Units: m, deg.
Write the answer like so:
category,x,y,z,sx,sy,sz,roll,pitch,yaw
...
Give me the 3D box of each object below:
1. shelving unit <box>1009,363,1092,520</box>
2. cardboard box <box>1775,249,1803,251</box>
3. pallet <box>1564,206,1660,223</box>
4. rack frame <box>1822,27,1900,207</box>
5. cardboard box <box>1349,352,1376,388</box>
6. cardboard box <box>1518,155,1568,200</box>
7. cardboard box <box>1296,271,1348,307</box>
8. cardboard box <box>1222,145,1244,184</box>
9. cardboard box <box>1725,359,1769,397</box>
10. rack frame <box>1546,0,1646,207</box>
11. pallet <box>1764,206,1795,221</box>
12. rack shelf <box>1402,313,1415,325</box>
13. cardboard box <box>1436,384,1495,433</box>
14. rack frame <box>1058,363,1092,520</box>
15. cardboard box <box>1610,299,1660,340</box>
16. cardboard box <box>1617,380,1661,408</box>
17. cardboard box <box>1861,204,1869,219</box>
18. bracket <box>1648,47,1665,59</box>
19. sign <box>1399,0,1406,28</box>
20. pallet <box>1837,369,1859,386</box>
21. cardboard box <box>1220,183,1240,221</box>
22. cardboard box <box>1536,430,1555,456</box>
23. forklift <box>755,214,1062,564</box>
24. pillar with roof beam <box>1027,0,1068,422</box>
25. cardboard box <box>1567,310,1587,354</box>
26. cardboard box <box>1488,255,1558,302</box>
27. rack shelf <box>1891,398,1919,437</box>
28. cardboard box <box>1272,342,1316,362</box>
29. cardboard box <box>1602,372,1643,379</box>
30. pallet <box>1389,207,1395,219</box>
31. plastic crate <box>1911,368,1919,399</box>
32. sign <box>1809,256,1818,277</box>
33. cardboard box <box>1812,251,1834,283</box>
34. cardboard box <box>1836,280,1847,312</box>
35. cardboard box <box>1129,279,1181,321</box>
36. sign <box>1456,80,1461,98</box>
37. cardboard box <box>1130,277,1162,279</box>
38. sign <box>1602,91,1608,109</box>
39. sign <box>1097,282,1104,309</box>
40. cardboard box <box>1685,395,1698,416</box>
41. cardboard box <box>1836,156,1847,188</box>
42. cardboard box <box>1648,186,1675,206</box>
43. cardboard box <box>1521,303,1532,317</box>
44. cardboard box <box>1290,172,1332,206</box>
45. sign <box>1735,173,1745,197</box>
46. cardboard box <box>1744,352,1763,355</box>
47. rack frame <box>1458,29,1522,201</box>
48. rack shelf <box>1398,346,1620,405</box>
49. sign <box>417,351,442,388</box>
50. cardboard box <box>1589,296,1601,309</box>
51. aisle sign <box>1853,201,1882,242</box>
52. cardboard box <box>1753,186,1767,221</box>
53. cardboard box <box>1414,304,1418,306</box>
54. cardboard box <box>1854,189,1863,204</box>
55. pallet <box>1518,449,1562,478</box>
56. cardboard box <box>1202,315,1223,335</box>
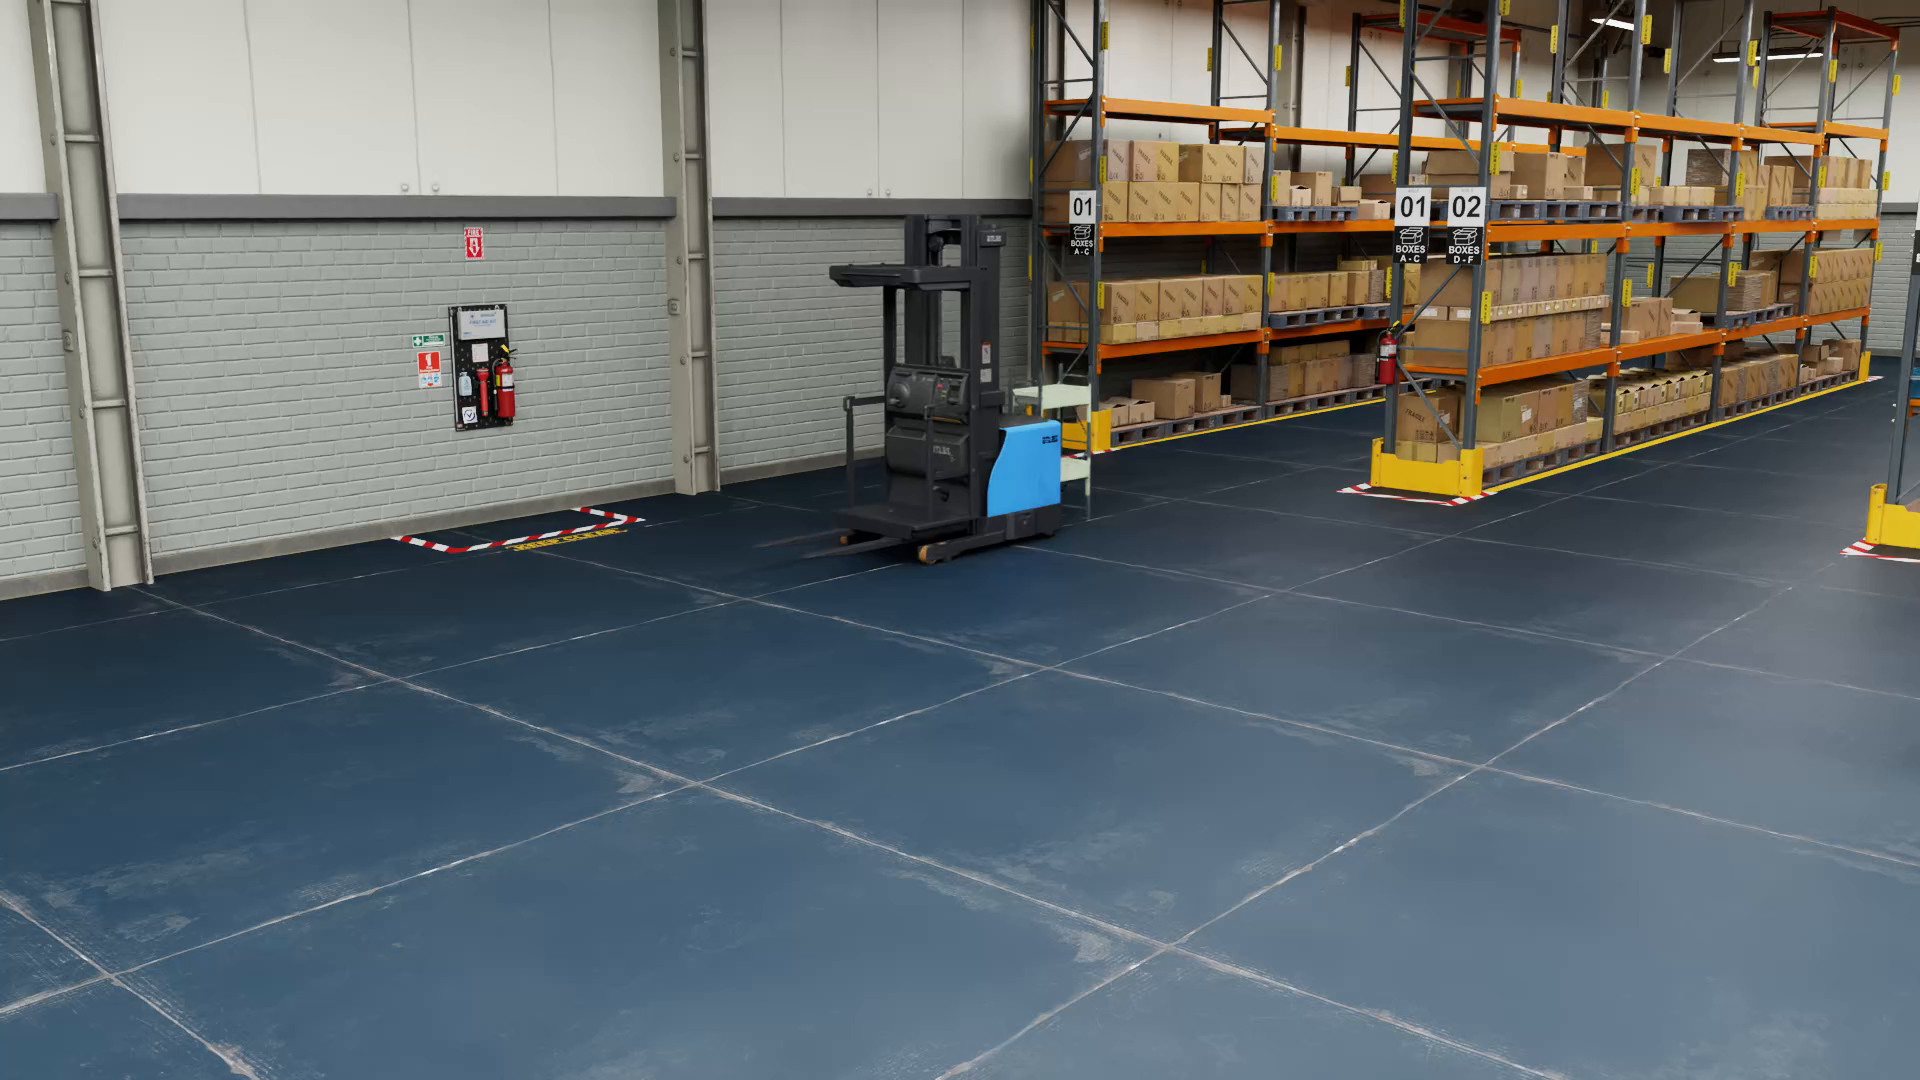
category,x,y,z,sx,sy,sz,roll,pitch,yaw
shelving unit,0.865,-0.911,15.982,0.431,1.500,0.755,11,15,42
cardboard box,13.777,-4.586,27.743,0.500,0.500,0.500,10,15,41
pallet,8.261,-4.120,21.050,0.805,0.209,1.217,9,14,38
rack frame,15.610,-7.319,28.919,1.000,3.000,0.127,10,15,40
cardboard box,6.169,-2.717,26.455,0.700,0.500,0.500,10,15,41
cardboard box,6.506,-4.182,19.177,0.637,0.503,0.797,-10,15,-41
cardboard box,5.497,-3.848,25.480,0.700,0.500,0.500,10,15,40
cardboard box,3.482,-5.080,22.510,0.500,0.500,0.500,11,16,43
cardboard box,11.861,-2.448,25.109,0.500,0.500,0.500,9,14,38
rack frame,7.688,-5.553,20.079,1.000,3.000,0.127,10,15,40
pallet,11.804,-4.928,25.084,1.213,0.211,1.003,10,15,40
rack shelf,7.925,-3.781,28.361,1.077,0.370,4.000,10,15,40
cardboard box,5.827,-1.515,19.209,0.500,0.500,0.500,10,15,40
rack frame,1.117,-0.963,16.243,0.400,1.500,0.023,11,15,42
cardboard box,8.886,-2.923,21.969,0.500,0.500,0.500,10,15,40
cardboard box,8.823,-1.922,21.731,0.500,0.311,0.500,9,14,38
cardboard box,15.130,-5.593,28.317,0.500,0.250,0.500,10,15,40
bracket,15.124,-10.597,36.141,0.235,0.232,0.430,10,15,40
sign,4.650,-5.534,17.395,0.100,0.325,0.005,10,15,40
pallet,15.034,-2.881,29.136,1.003,0.211,1.213,10,15,40
cardboard box,3.474,-4.602,22.669,0.500,0.500,0.500,8,14,36
cardboard box,6.560,-1.151,19.304,0.500,0.250,0.500,10,15,40
forklift,-0.433,-1.340,14.476,1.130,2.935,3.031,11,15,42
pillar with roof beam,4.370,-5.263,18.626,9.100,9.000,0.400,10,15,40
cardboard box,7.057,-2.516,19.934,0.700,0.500,0.500,10,15,40
cardboard box,6.406,-3.009,19.090,0.700,0.500,0.500,10,15,40
rack shelf,10.086,-1.324,16.055,1.077,0.370,4.000,10,15,40
cardboard box,5.067,-2.862,25.264,0.500,0.250,0.500,9,15,39
cardboard box,9.084,-2.140,22.824,0.500,0.311,0.500,9,15,39
pallet,6.990,-5.320,27.051,1.213,0.211,1.003,11,16,43
plastic crate,8.872,-1.421,15.088,0.499,0.251,0.616,10,15,40
sign,13.388,-4.285,26.090,0.100,0.325,0.005,10,15,40
cardboard box,13.832,-4.437,26.998,0.500,0.500,0.500,9,15,39
cardboard box,14.512,-4.101,27.871,0.500,0.500,0.500,9,15,40
cardboard box,2.545,-3.145,21.755,0.500,0.500,0.500,9,14,39
sign,8.845,-7.981,29.447,0.100,0.325,0.005,10,15,40
cardboard box,2.486,-3.287,22.467,0.500,0.500,0.500,10,15,41
sign,12.284,-8.384,31.662,0.100,0.325,0.005,10,15,40
sign,1.732,-3.017,20.488,0.100,0.325,0.005,10,15,40
cardboard box,9.827,-1.872,22.914,0.500,0.250,0.500,10,15,40
cardboard box,14.023,-6.005,27.190,0.700,0.500,0.500,10,15,40
cardboard box,8.996,-4.488,21.716,0.500,0.250,0.500,8,14,36
cardboard box,6.149,-2.572,18.558,0.380,0.149,0.250,9,14,38
cardboard box,5.200,-5.229,24.786,0.500,0.500,0.500,9,14,38
sign,10.740,-4.890,22.896,0.100,0.325,0.005,10,15,40
cardboard box,12.467,-2.739,26.563,0.500,0.500,0.500,9,14,38
rack frame,9.246,-7.370,29.176,1.000,3.000,0.127,10,15,40
rack shelf,6.368,-1.965,19.264,1.077,0.370,4.000,10,15,40
sign,-4.926,-1.586,15.441,0.001,0.329,0.234,10,15,40
cardboard box,7.505,-2.875,20.074,0.380,0.149,0.250,9,15,39
aisle sign,15.885,-5.622,29.104,0.394,0.787,0.004,10,15,40
cardboard box,11.271,-4.940,24.412,0.910,0.500,0.500,10,15,40
cardboard box,7.408,-3.809,27.254,0.380,0.149,0.250,10,15,42
cardboard box,14.799,-5.764,27.901,0.500,0.250,0.500,10,15,40
pallet,6.327,-0.952,19.479,1.003,0.211,1.213,10,15,40
cardboard box,3.224,-2.931,22.596,0.500,0.250,0.500,10,15,40
